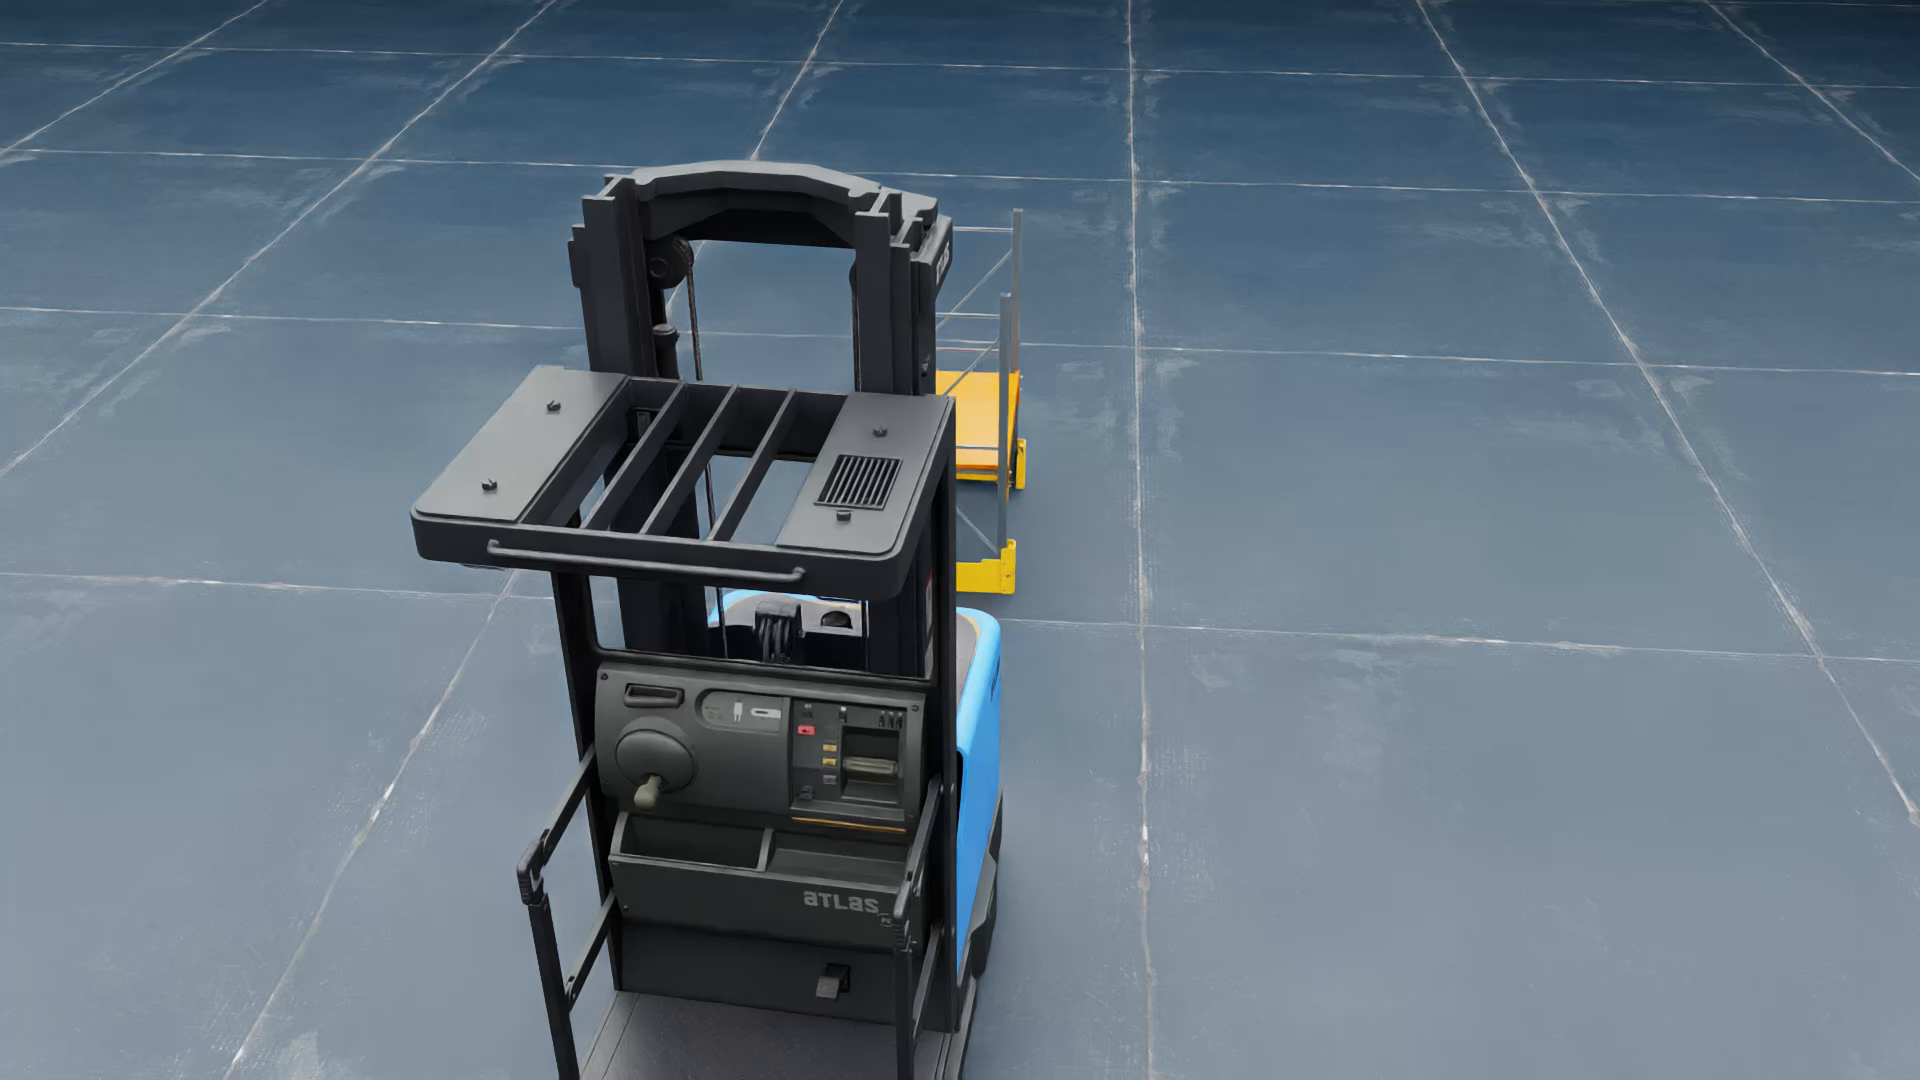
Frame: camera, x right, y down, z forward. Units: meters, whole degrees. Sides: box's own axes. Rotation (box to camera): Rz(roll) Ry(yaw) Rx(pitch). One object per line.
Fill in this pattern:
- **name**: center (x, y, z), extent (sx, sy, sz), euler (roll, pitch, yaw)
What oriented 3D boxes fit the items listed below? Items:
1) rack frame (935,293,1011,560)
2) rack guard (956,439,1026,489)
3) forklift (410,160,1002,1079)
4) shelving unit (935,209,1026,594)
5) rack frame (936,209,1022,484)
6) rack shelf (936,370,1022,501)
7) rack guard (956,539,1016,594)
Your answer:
- **rack frame**: center (-0.034, -0.417, 7.498), extent (0.500, 1.500, 0.032), euler (2, 32, 4)
- **rack guard**: center (0.047, -0.407, 8.672), extent (0.587, 0.250, 0.087), euler (2, 32, 4)
- **forklift**: center (-0.593, 0.631, 4.432), extent (1.130, 2.935, 3.031), euler (5, 32, 8)
- **shelving unit**: center (0.006, -0.678, 7.921), extent (0.587, 1.500, 1.083), euler (2, 32, 4)
- **rack frame**: center (0.048, -0.949, 8.360), extent (0.500, 1.500, 0.032), euler (2, 32, 4)
- **rack shelf**: center (0.007, -0.530, 8.023), extent (0.538, 0.185, 1.000), euler (2, 32, 4)
- **rack guard**: center (-0.034, 0.114, 7.827), extent (0.587, 0.250, 0.087), euler (2, 32, 4)
